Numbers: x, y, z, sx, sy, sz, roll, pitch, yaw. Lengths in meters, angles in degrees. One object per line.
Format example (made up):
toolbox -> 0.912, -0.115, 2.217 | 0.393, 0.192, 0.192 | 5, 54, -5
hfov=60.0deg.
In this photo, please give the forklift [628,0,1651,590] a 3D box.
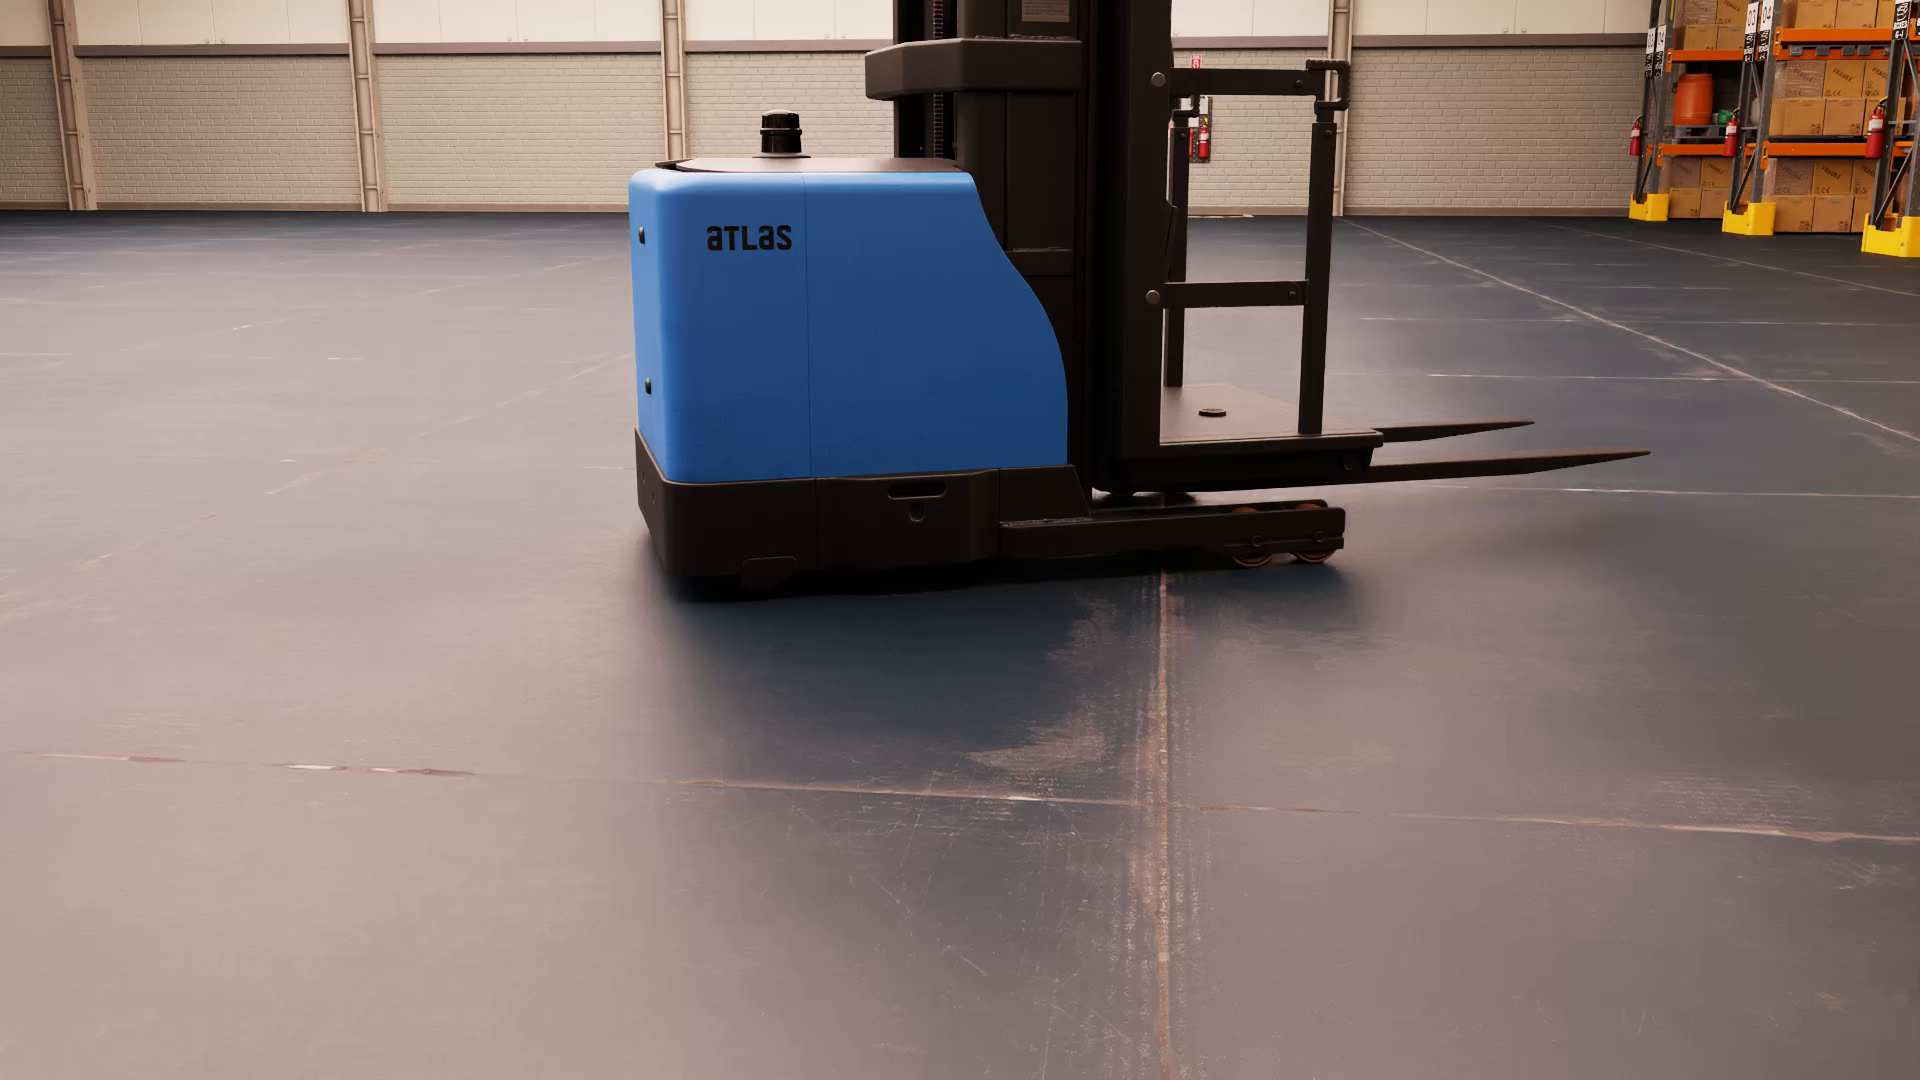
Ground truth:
forklift -> 0.587, -1.464, 4.770 | 3.031, 2.935, 1.130 | -4, 14, -15
